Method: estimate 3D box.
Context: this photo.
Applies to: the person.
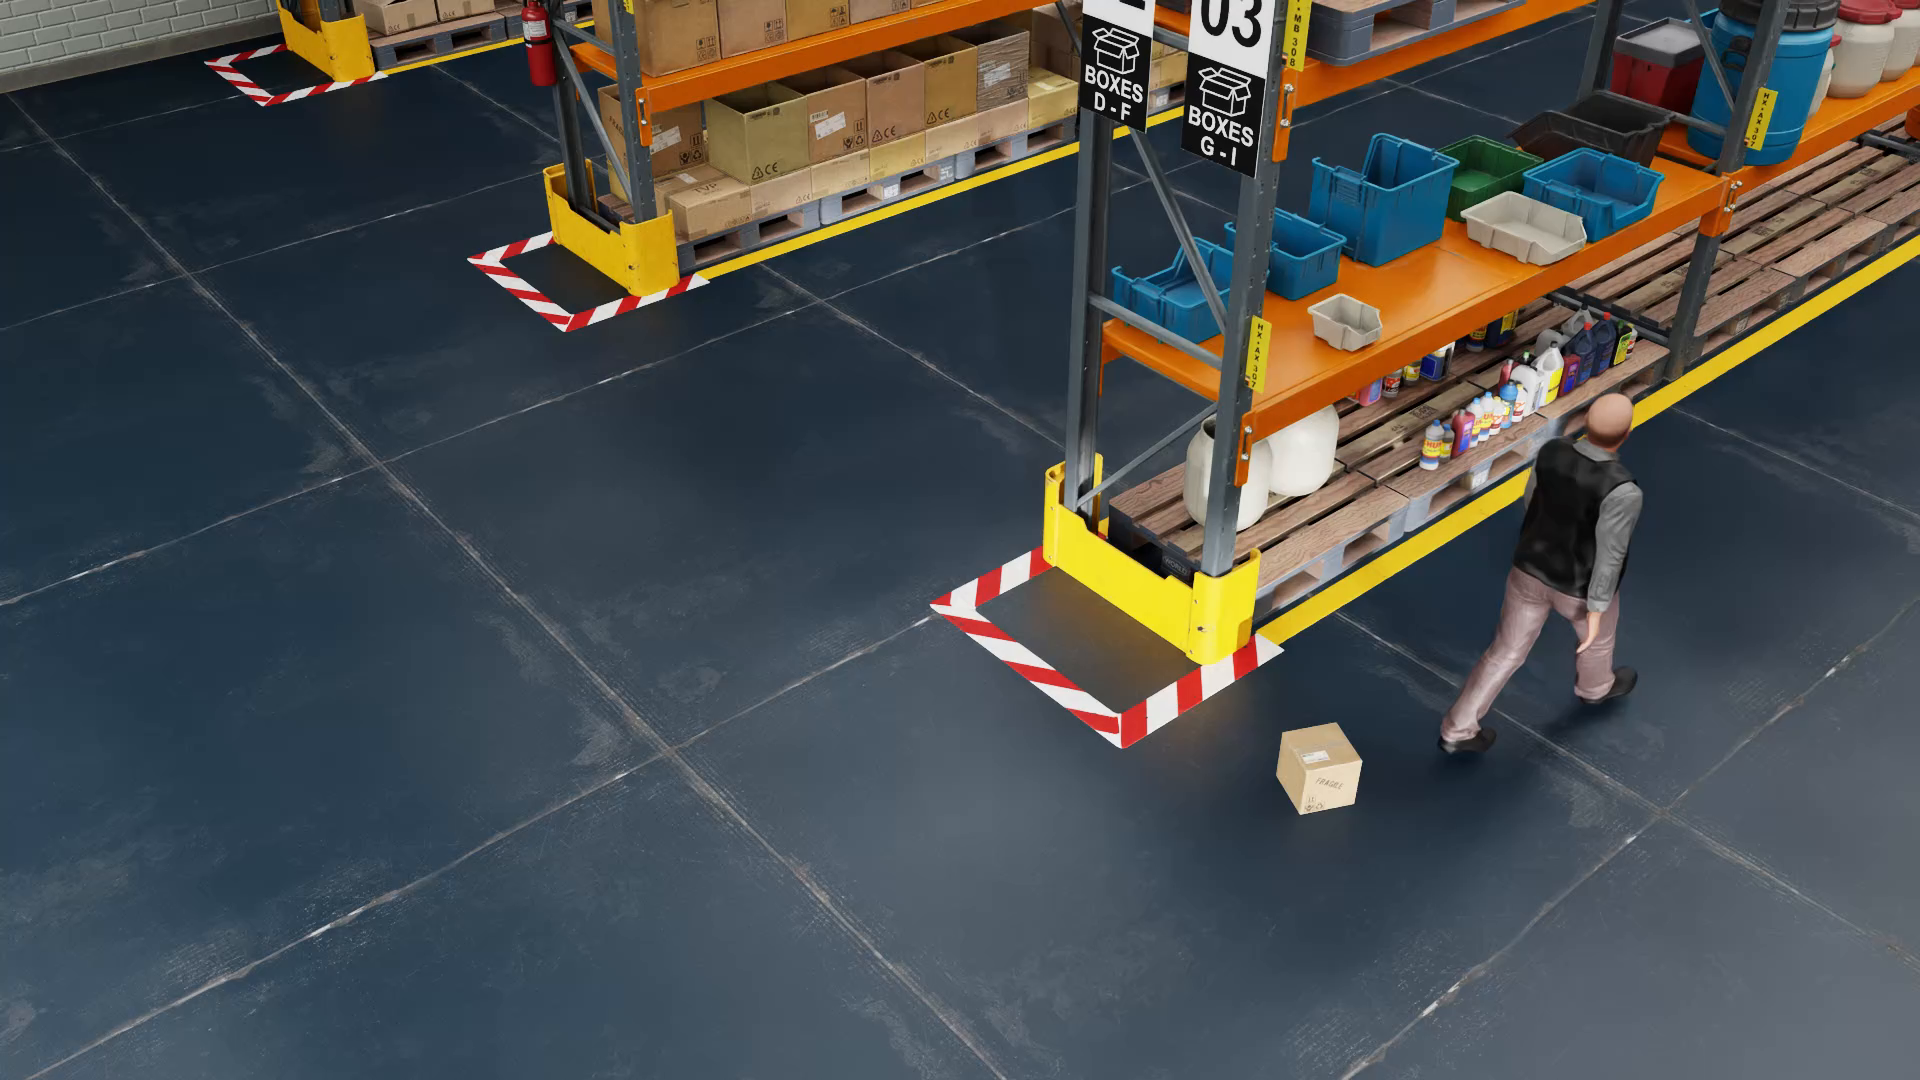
[{"bbox_3d":[2.534,0.122,6.937,1.096,1.656,0.576,-27,44,-32],"label":"person"}]
